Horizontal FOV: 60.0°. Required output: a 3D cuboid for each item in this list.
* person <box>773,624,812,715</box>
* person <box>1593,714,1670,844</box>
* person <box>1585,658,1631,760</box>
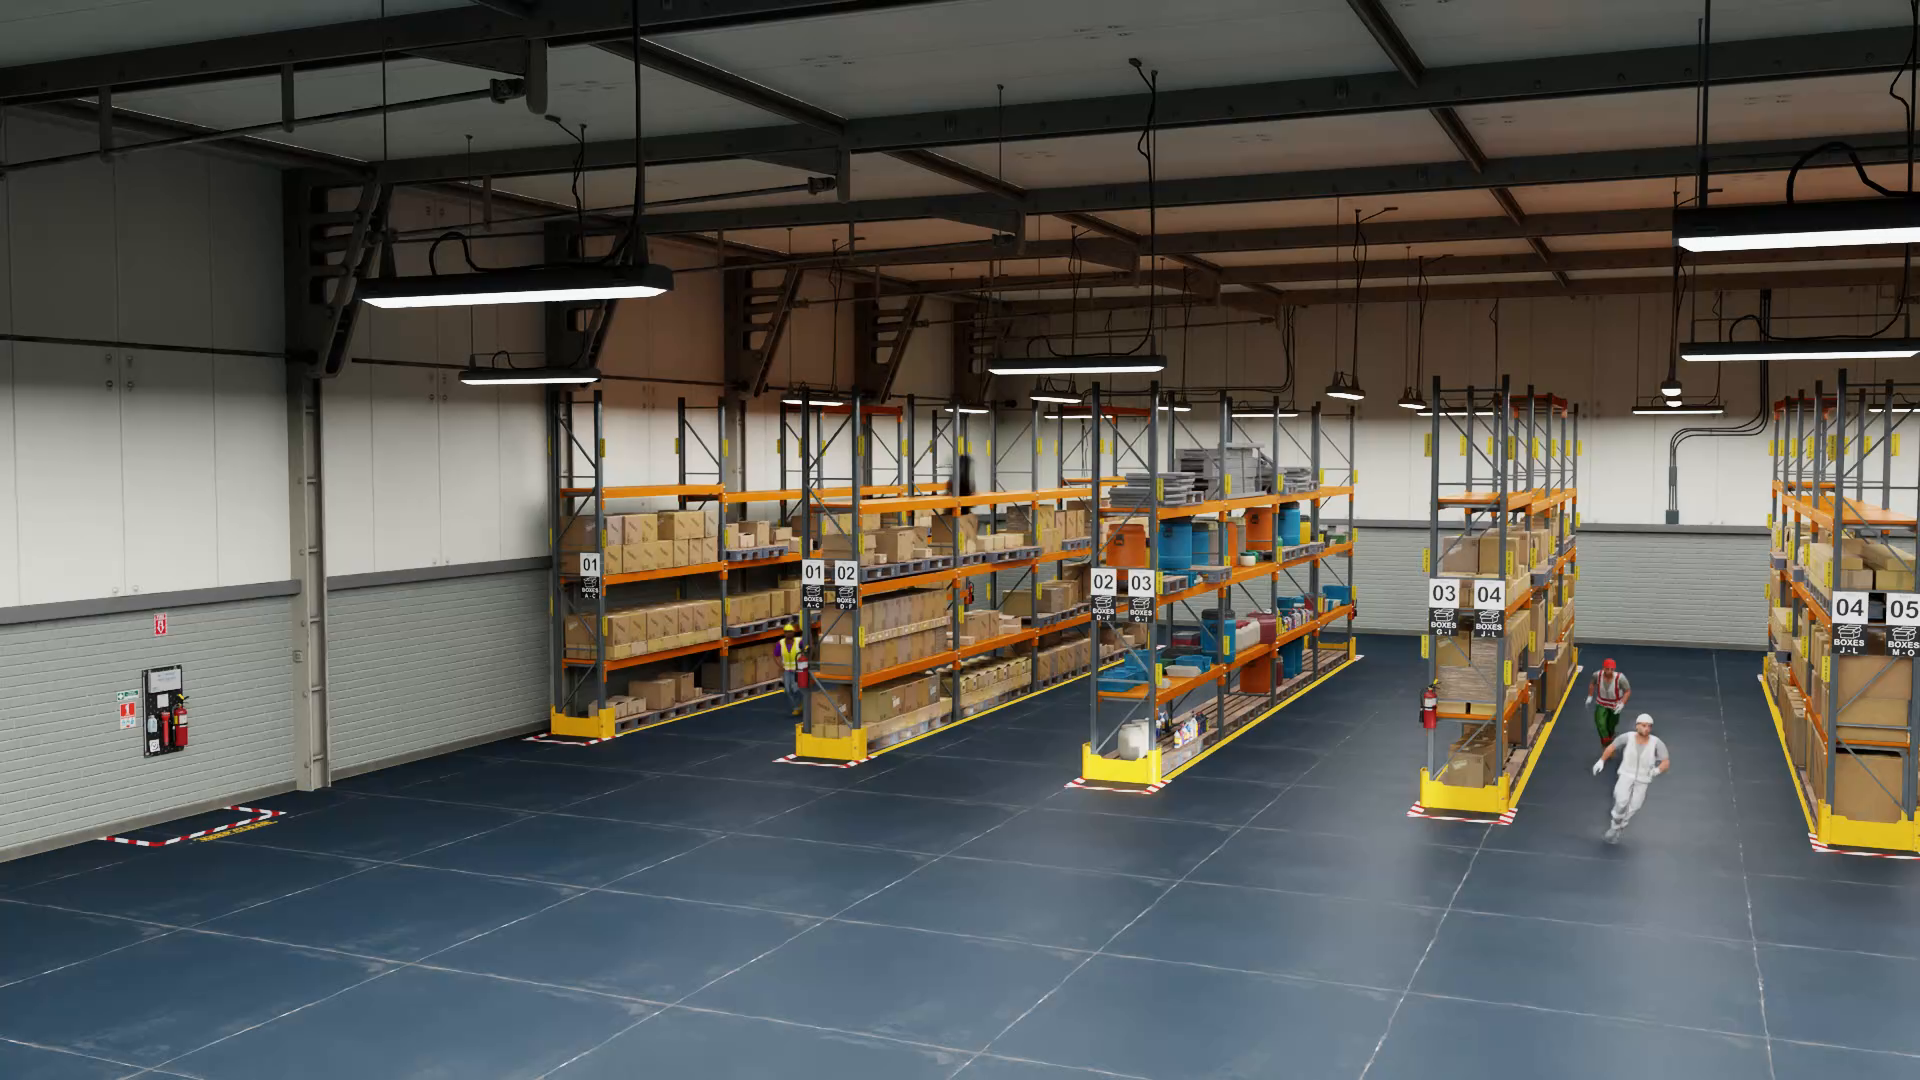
[{"bbox_3d":[-3.144,2.425,31.056,0.697,1.716,0.566,1,3,12],"label":"person"},{"bbox_3d":[8.453,3.013,20.880,0.847,1.690,0.701,1,3,11],"label":"person"},{"bbox_3d":[10.501,2.690,26.924,0.683,1.642,1.102,2,4,26],"label":"person"}]
